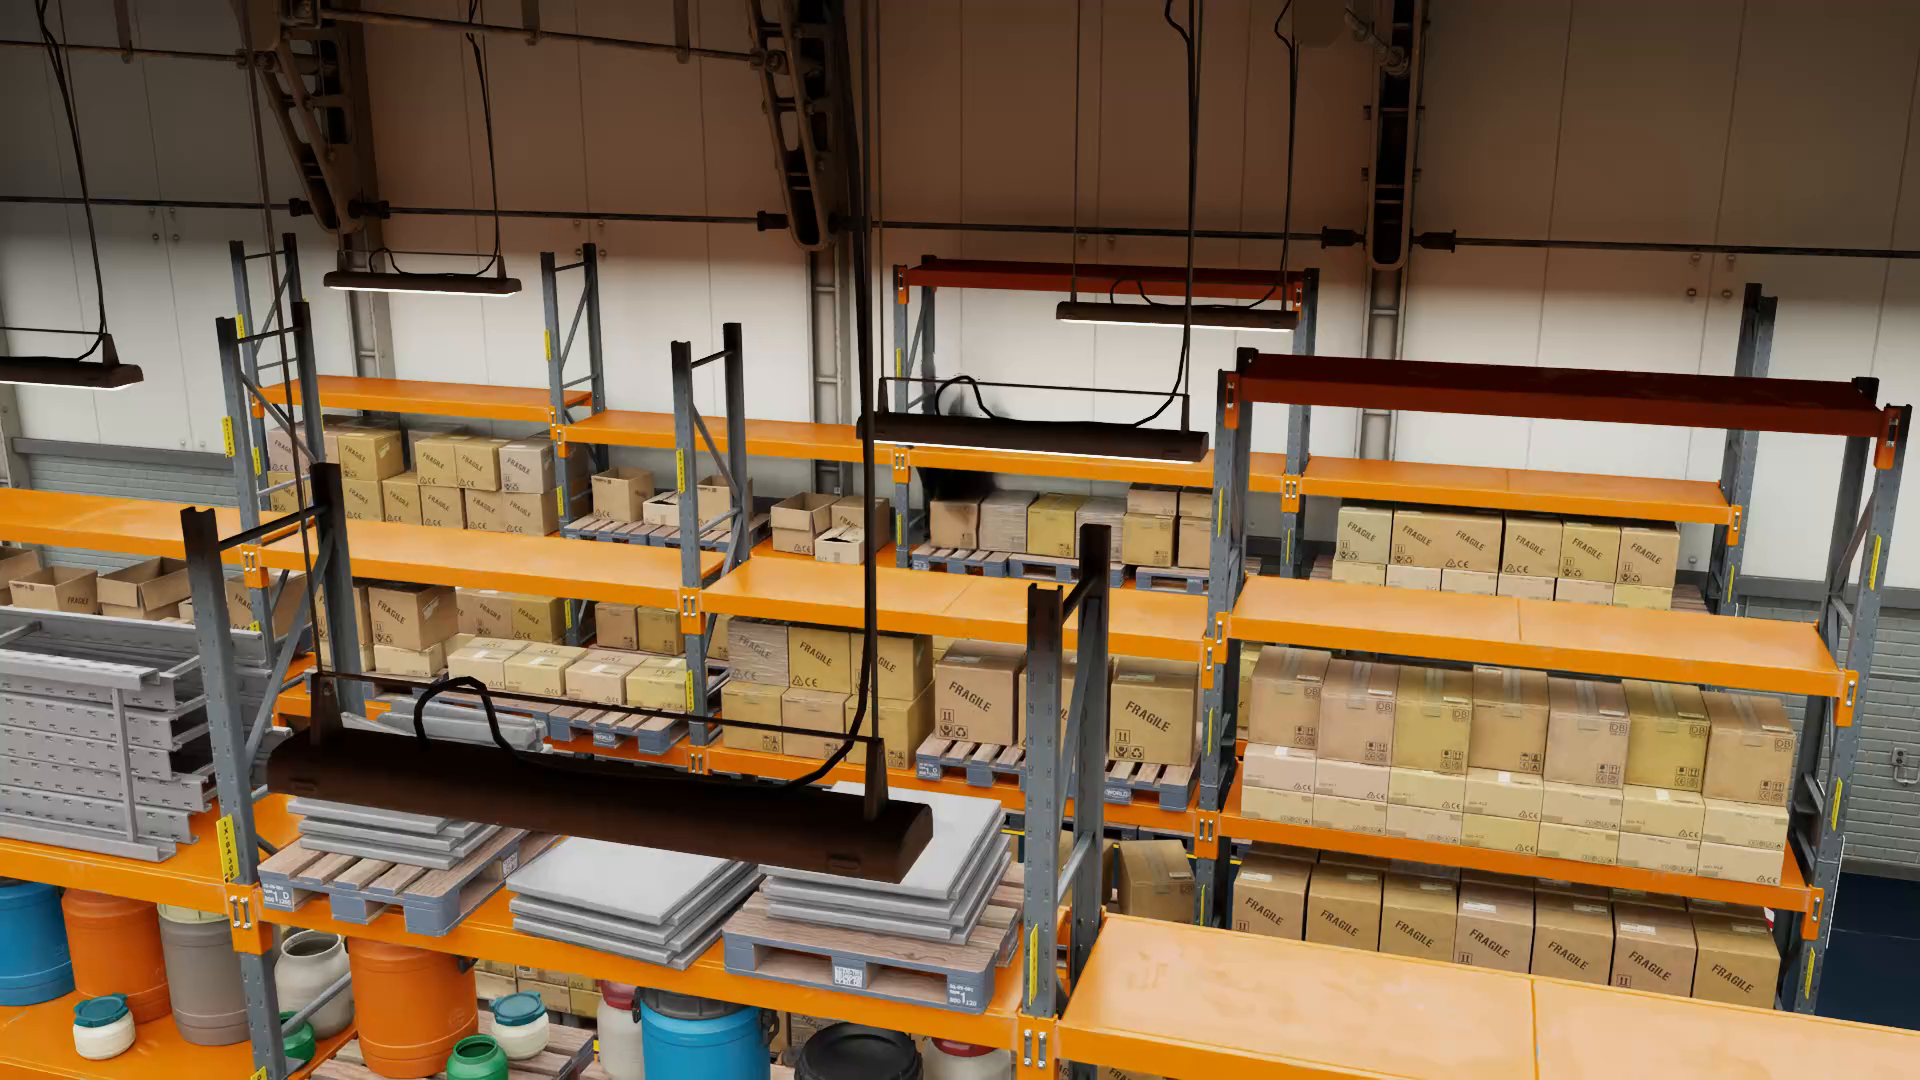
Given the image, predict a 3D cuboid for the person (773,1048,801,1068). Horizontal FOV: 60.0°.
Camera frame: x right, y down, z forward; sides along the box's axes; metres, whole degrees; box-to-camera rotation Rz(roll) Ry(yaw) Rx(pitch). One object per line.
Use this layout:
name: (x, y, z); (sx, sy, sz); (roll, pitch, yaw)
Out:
person: (-1.158, 4.180, 11.318); (0.682, 1.660, 0.577); (1, 16, 4)
